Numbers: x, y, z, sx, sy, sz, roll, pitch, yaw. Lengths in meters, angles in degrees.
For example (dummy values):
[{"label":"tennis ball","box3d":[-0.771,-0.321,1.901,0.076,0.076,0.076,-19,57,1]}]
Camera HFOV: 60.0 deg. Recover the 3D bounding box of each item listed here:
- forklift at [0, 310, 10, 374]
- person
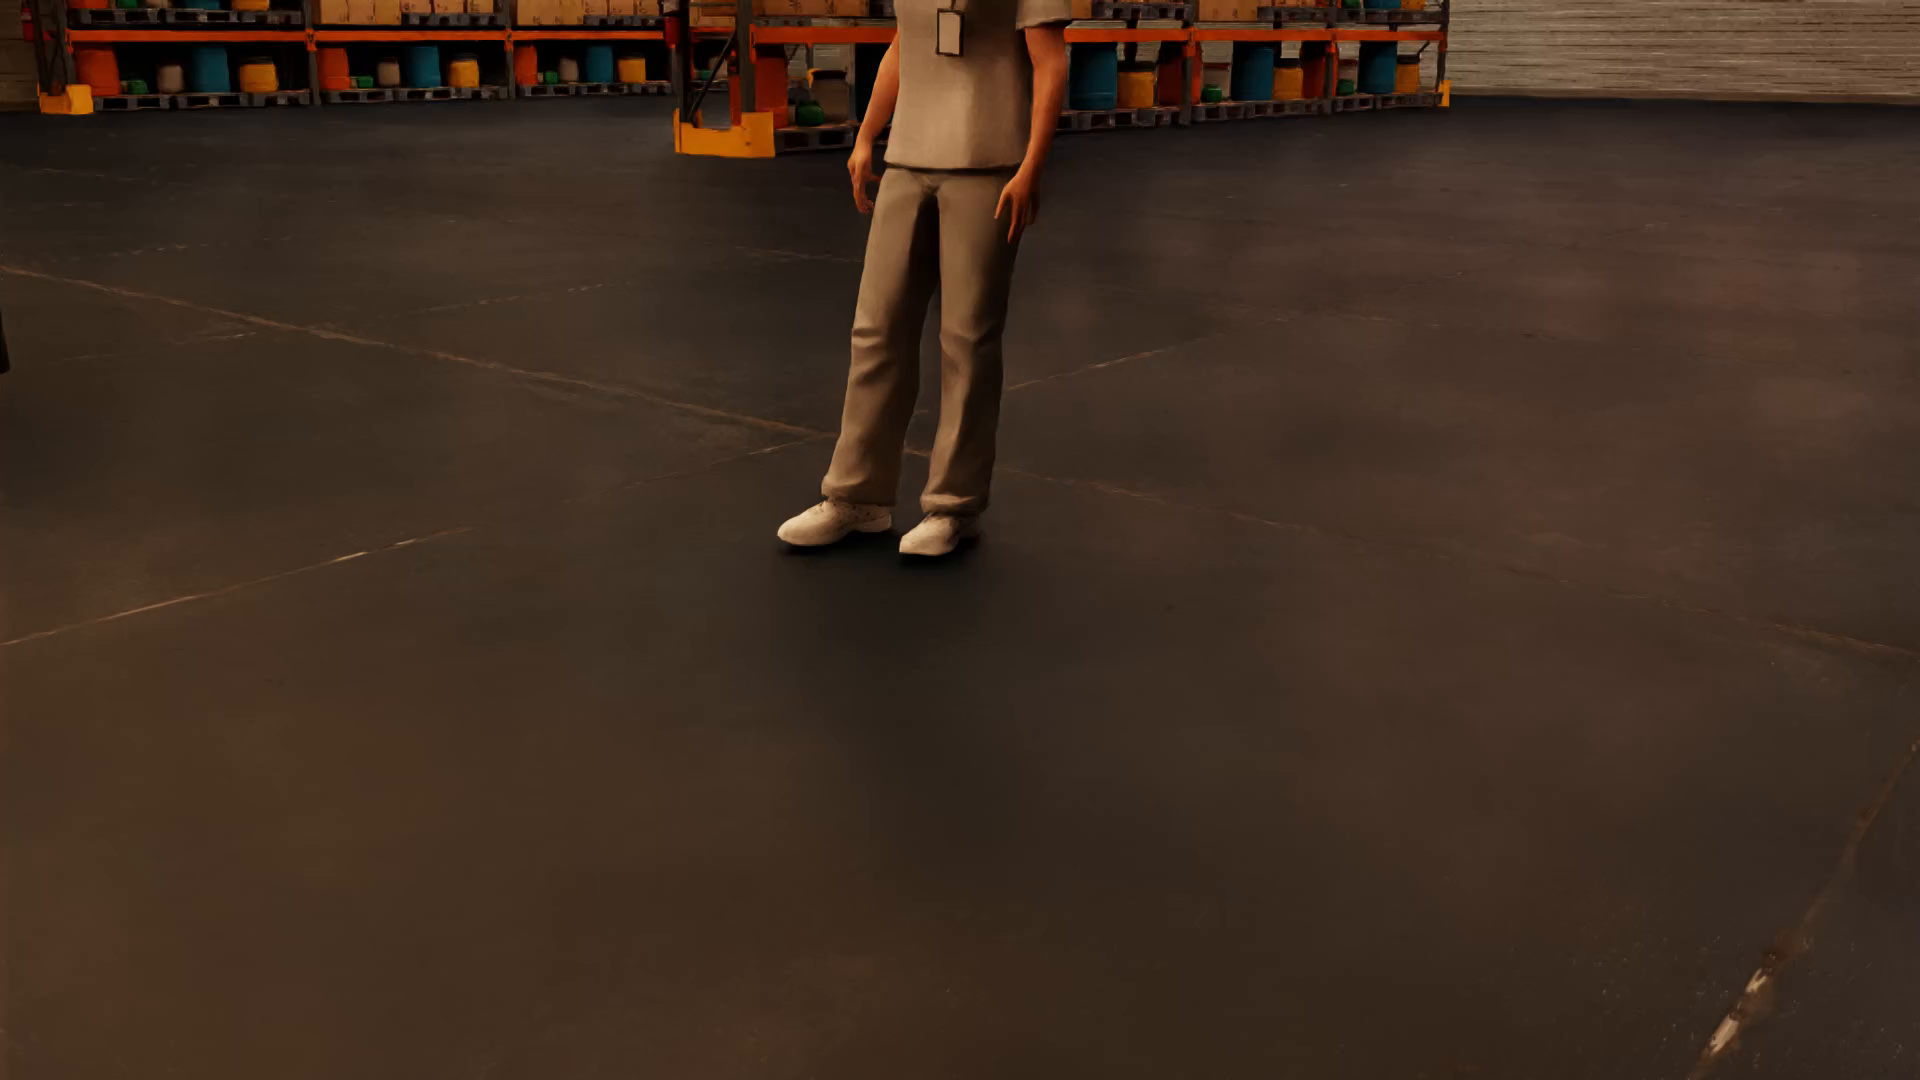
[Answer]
[{"label":"forklift","box3d":[-4.741,-1.921,5.224,3.031,2.935,1.130,6,18,20]},{"label":"person","box3d":[-0.057,-0.794,3.650,0.550,1.674,0.548,13,21,37]}]
